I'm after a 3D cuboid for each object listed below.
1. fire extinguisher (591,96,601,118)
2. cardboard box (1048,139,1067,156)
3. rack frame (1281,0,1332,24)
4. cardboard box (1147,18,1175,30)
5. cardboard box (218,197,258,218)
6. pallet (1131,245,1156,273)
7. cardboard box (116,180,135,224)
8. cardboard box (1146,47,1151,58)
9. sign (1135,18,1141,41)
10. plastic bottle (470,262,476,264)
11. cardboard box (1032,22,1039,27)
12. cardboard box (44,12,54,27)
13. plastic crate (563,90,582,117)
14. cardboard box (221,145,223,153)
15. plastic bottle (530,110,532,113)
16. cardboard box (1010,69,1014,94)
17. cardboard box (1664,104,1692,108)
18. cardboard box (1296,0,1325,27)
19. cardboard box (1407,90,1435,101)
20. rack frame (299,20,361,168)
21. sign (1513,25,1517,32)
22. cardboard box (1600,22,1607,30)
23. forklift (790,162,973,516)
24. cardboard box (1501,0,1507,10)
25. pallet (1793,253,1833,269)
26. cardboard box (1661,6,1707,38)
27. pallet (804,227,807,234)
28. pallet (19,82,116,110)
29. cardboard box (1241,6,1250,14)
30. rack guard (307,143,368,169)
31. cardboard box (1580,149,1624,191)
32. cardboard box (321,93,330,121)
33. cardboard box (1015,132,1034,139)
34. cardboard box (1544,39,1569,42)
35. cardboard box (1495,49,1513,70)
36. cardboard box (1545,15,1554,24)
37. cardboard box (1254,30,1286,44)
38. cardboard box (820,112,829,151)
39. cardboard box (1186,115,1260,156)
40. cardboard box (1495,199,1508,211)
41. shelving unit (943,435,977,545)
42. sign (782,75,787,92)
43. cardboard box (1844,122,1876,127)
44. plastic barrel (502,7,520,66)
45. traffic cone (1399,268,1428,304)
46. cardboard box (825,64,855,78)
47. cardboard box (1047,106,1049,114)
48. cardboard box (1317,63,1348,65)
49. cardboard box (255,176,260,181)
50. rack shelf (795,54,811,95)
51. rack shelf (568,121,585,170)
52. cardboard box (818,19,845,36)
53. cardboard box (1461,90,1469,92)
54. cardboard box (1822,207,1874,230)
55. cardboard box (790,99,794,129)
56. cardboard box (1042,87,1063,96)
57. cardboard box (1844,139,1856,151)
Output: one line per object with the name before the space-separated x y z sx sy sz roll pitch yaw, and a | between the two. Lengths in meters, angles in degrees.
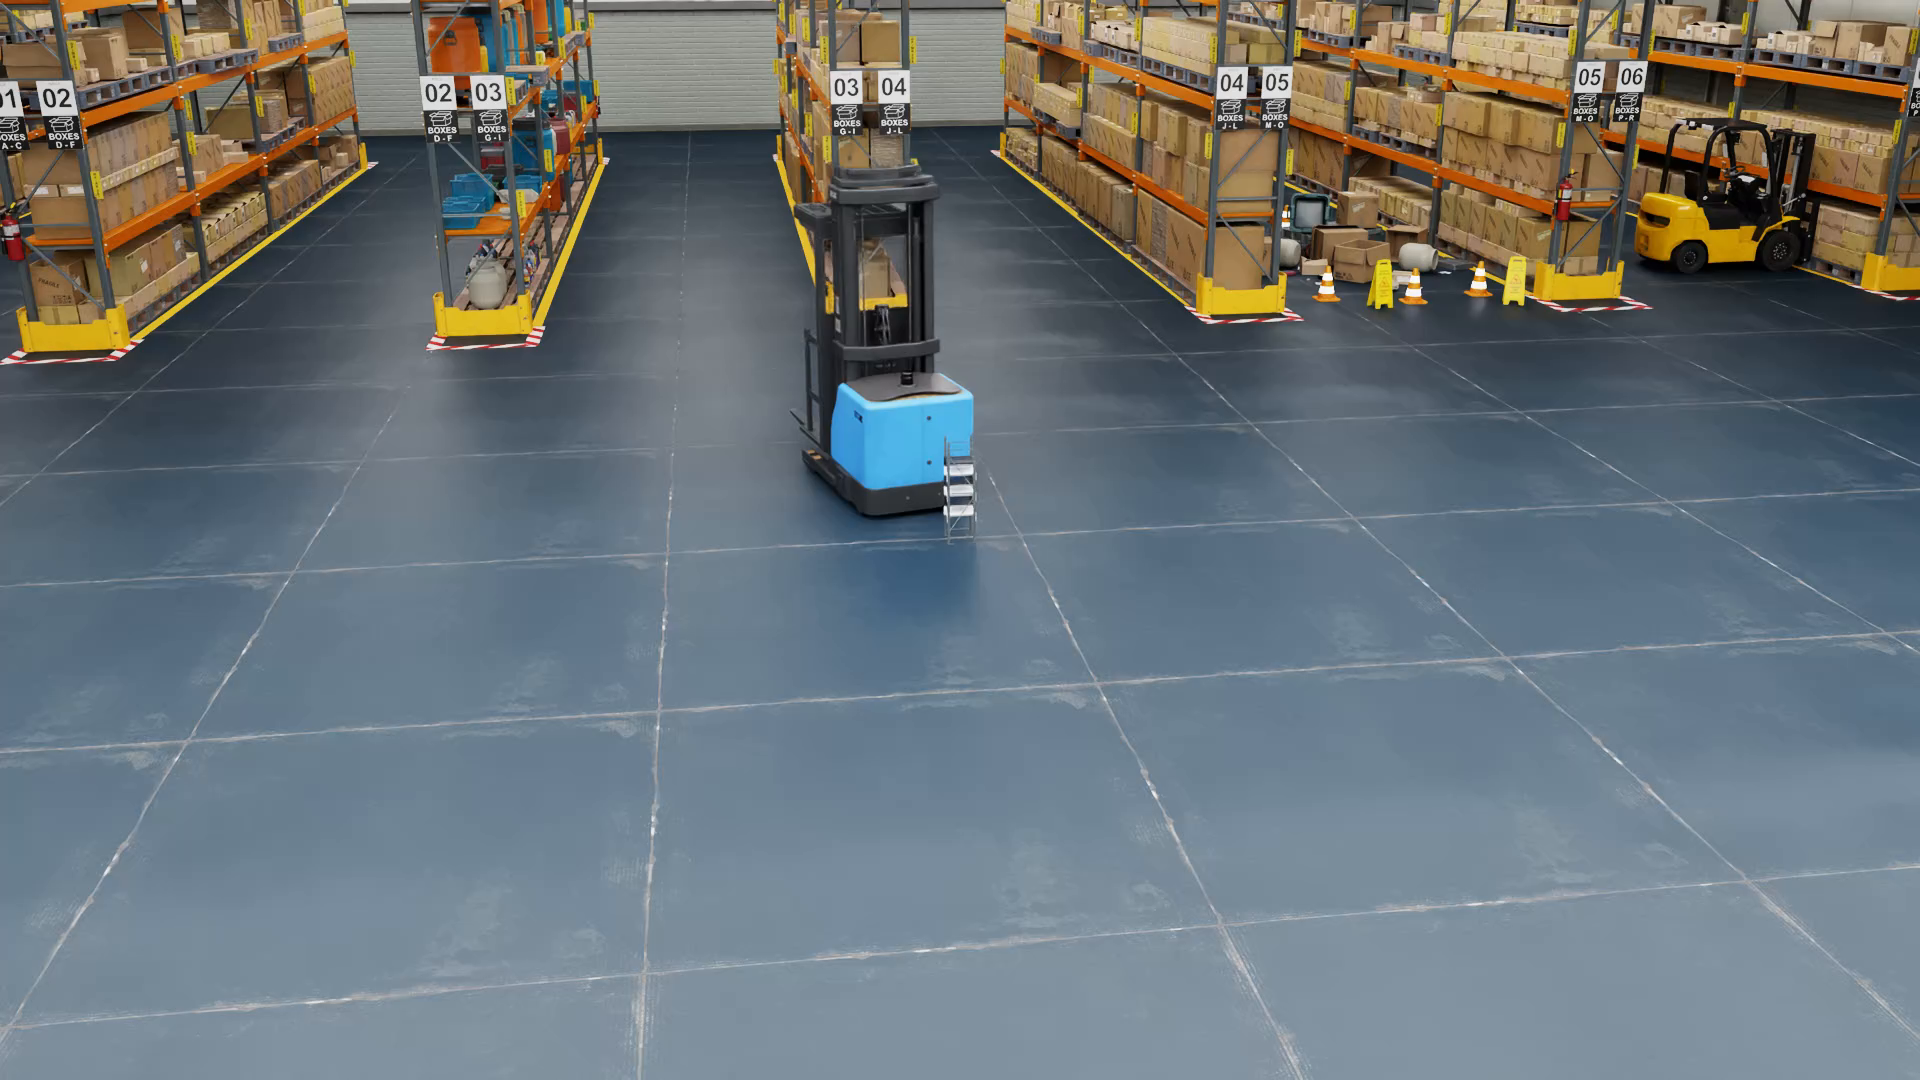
fire extinguisher | -7.914 -9.455 35.887 0.296 0.674 0.183 -3 21 -8
cardboard box | 1.983 -7.594 32.162 0.500 0.250 0.500 -2 21 -6
rack frame | 6.942 -11.766 32.856 1.000 3.000 0.127 -3 21 -8
cardboard box | 2.966 -7.574 24.396 0.380 0.149 0.250 -3 21 -8
cardboard box | -11.690 -5.395 26.902 0.500 0.311 0.500 -3 21 -9
pallet | 3.244 -4.327 25.500 1.003 0.211 1.213 -3 21 -8
cardboard box | -11.139 -4.365 21.474 0.700 0.500 0.500 -3 21 -7
cardboard box | 2.967 -7.199 24.533 0.380 0.149 0.250 -3 21 -8
sign | 2.676 -7.665 24.975 0.100 0.325 0.005 -3 21 -8
plastic bottle | -6.763 -3.731 23.184 0.152 0.276 0.135 -3 21 -9
cardboard box | 1.721 -10.162 33.064 0.500 0.250 0.500 -2 21 -6
cardboard box | -17.548 -9.891 31.596 0.500 0.250 0.500 -3 21 -9
plastic crate | -7.646 -8.585 32.739 0.402 0.464 0.583 -3 21 -8
cardboard box | -12.154 -6.211 26.686 0.500 0.311 0.500 -3 21 -8
plastic bottle | -8.135 -8.002 31.522 0.061 0.283 0.133 -3 21 -8
cardboard box | 1.376 -9.888 35.836 0.500 0.500 0.500 -3 21 -8
cardboard box | 12.514 -7.516 28.982 0.380 0.149 0.250 -3 21 -8
cardboard box | 6.782 -10.284 32.434 0.500 0.500 0.500 -3 21 -9
cardboard box | 7.630 -7.352 27.519 0.380 0.149 0.250 -4 21 -10
rack frame | -13.244 -9.342 34.941 1.000 3.000 0.127 -3 21 -8
sign | 8.631 -7.863 25.955 0.100 0.325 0.005 -3 21 -8
cardboard box | 12.123 -9.545 30.842 0.380 0.149 0.250 -3 21 -9
forklift | -0.883 -2.068 15.563 1.130 2.935 3.031 -8 22 -20
cardboard box | 11.543 -11.078 34.377 0.500 0.250 0.500 -3 21 -8
pallet | 13.259 -4.430 25.775 1.003 0.211 1.213 -3 21 -8
cardboard box | 12.440 -8.902 28.590 0.500 0.500 0.500 -2 21 -6
pallet | -2.176 -5.494 28.623 1.003 0.211 1.213 -3 21 -8
pallet | -11.014 -5.412 20.259 1.003 0.211 1.213 -3 21 -8
cardboard box | 6.295 -11.483 36.002 0.380 0.149 0.250 -2 21 -6
rack guard | -13.233 -8.145 35.308 1.175 0.500 0.348 -3 21 -8
cardboard box | 8.878 -5.165 23.189 0.500 0.500 0.500 -3 21 -9
cardboard box | -12.548 -8.371 32.199 0.500 0.500 0.500 -3 21 -7
cardboard box | 1.407 -8.732 35.933 0.380 0.149 0.250 -4 21 -10
cardboard box | 8.634 -7.123 23.933 0.380 0.149 0.250 -2 21 -7
cardboard box | 8.106 -6.967 24.084 0.500 0.250 0.500 -3 21 -7
cardboard box | 11.680 -10.173 32.494 0.380 0.149 0.250 -2 21 -6
cardboard box | 4.055 -6.552 21.661 0.380 0.149 0.250 -3 21 -7
cardboard box | -1.670 -5.653 23.067 0.500 0.500 0.500 -3 21 -8
cardboard box | 3.656 -5.609 23.189 0.875 0.550 0.550 -3 21 -8
cardboard box | 8.110 -4.931 24.461 0.380 0.149 0.250 -2 21 -5
shelving unit | -0.001 -0.424 14.066 0.258 0.900 0.210 -3 21 -8
sign | -3.413 -8.869 32.326 0.100 0.325 0.005 -3 21 -8
cardboard box | 13.552 -6.206 25.050 0.380 0.149 0.250 -3 21 -7
plastic barrel | -7.089 -7.694 25.525 0.600 0.901 0.708 -3 21 -8
traffic cone | 6.284 -3.522 22.985 0.336 0.463 0.334 -3 21 -8
cardboard box | -1.553 -6.088 21.586 0.380 0.149 0.250 -4 21 -10
cardboard box | 1.854 -8.138 31.477 0.380 0.149 0.250 -3 21 -9
cardboard box | 7.337 -9.150 32.855 0.500 0.500 0.500 -3 21 -7
cardboard box | -12.532 -6.098 29.201 0.500 0.500 0.500 -4 21 -10
rack shelf | -1.999 -7.446 26.607 1.077 0.370 4.000 -3 21 -8
rack shelf | -7.477 -7.176 30.171 1.077 0.370 4.000 -3 21 -8
cardboard box | -1.817 -7.830 25.858 0.797 0.503 0.637 -2 21 -6
cardboard box | 11.248 -9.808 36.548 0.380 0.149 0.250 -2 21 -7
cardboard box | 13.129 -4.749 24.546 0.500 0.250 0.500 -3 21 -7
cardboard box | -2.900 -7.983 31.160 0.500 0.500 0.500 -3 21 -9
cardboard box | 1.774 -8.597 31.855 0.380 0.149 0.250 -3 21 -8
cardboard box | 13.189 -5.775 24.321 0.380 0.149 0.250 -3 21 -8
